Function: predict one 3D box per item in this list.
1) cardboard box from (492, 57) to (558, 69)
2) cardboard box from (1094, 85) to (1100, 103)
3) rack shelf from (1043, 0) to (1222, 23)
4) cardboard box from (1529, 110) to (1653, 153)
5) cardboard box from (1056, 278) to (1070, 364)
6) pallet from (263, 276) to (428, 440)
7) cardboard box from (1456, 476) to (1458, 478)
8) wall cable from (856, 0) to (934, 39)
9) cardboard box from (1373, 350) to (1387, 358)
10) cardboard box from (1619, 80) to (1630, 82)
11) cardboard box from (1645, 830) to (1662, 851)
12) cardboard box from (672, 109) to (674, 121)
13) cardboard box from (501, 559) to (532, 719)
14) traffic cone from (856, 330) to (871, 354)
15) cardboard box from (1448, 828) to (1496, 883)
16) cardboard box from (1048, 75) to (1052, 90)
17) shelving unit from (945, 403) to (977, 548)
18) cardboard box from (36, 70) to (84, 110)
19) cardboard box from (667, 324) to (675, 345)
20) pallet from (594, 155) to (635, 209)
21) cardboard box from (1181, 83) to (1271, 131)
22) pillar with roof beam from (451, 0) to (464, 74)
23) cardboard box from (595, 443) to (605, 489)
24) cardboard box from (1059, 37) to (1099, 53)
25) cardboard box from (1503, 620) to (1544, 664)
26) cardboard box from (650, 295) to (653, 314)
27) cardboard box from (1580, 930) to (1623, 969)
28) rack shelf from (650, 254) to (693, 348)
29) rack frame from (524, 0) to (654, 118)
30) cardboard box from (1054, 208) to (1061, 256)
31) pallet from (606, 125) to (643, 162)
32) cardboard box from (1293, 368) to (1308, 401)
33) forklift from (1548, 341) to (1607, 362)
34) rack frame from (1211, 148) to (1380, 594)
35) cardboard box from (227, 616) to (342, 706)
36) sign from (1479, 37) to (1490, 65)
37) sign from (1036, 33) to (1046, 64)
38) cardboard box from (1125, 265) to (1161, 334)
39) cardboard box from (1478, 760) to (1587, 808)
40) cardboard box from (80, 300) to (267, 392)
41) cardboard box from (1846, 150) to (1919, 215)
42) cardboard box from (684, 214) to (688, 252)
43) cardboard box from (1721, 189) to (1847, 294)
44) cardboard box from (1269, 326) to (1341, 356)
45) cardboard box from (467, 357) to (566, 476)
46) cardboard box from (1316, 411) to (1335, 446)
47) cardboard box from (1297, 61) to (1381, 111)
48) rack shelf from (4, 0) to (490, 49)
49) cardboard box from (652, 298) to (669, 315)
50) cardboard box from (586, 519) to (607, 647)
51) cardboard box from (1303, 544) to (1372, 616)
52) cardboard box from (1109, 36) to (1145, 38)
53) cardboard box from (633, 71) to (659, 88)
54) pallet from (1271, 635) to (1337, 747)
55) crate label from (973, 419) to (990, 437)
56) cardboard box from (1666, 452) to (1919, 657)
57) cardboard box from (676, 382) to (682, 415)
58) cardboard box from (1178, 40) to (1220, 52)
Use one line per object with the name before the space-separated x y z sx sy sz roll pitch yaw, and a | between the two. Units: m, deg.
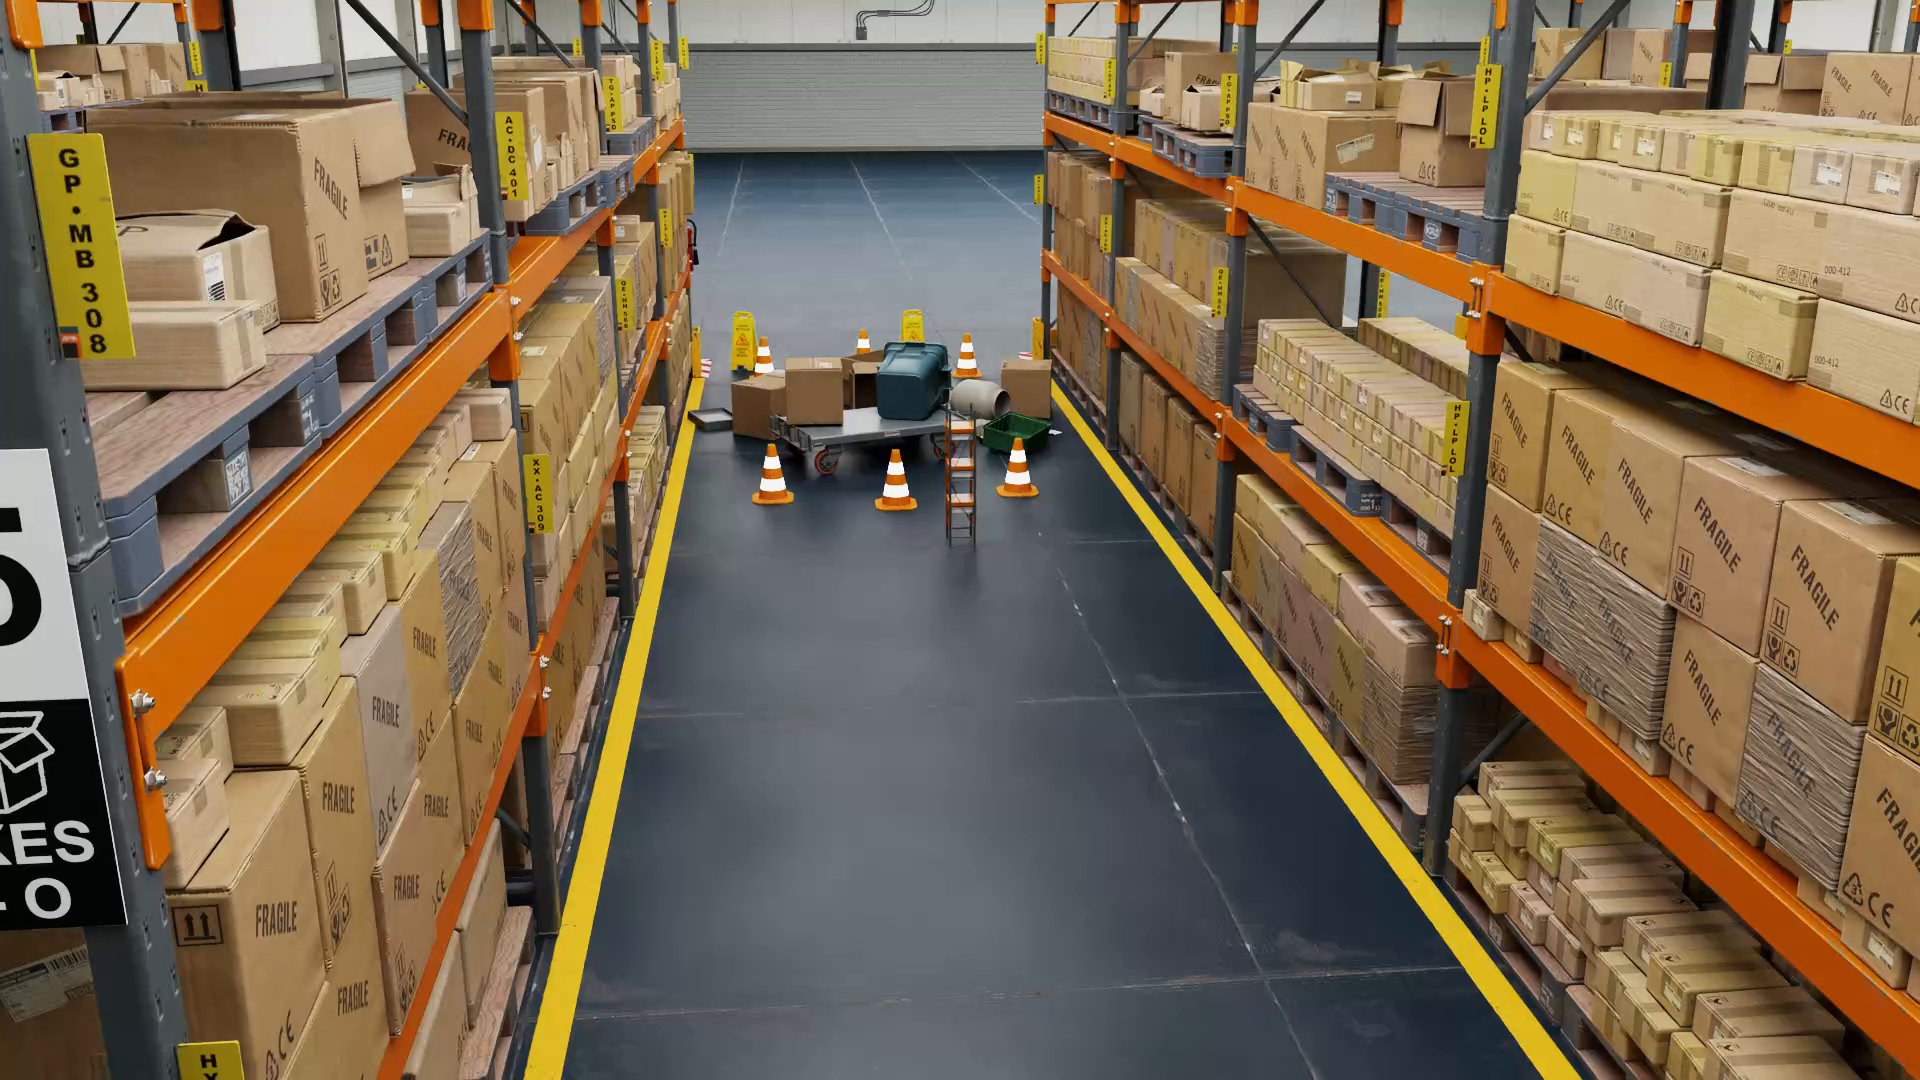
cardboard box | -3.346 -3.563 12.724 0.500 0.250 0.500 -2 18 -7
cardboard box | 1.434 -4.092 15.247 0.380 0.149 0.250 -2 17 -5
rack shelf | 1.638 -5.206 16.105 1.077 0.370 4.000 -2 18 -6
cardboard box | 2.459 -1.593 6.484 0.380 0.149 0.250 -2 18 -7
cardboard box | 1.568 -2.460 18.352 0.875 0.875 0.875 -2 18 -5
pallet | -2.047 -0.497 4.394 1.003 0.211 1.213 -2 18 -6
cardboard box | 2.434 -0.376 7.593 0.380 0.149 0.250 -1 17 -3
wall cable | -1.881 -17.531 47.816 2.305 6.003 0.169 -2 18 -6
cardboard box | 2.790 -1.100 10.395 0.380 0.149 0.250 -1 17 -4
cardboard box | 6.829 -4.524 16.657 0.380 0.149 0.250 -1 17 -4
cardboard box | 3.064 1.224 6.835 0.380 0.149 0.250 -2 18 -6
cardboard box | -3.114 -4.351 16.939 0.380 0.149 0.250 -1 17 -4
cardboard box | -1.942 0.367 6.333 0.500 0.500 0.500 -2 18 -5
traffic cone | -1.085 -2.128 18.681 0.336 0.463 0.334 -2 18 -6
cardboard box | 2.388 1.380 7.333 0.380 0.149 0.250 -3 18 -8
cardboard box | 1.148 -4.921 17.887 0.380 0.149 0.250 -2 18 -5
shelving unit | 0.006 -0.485 12.469 0.215 1.050 0.252 -2 18 -6
cardboard box | -7.849 -3.836 14.162 0.500 0.311 0.500 -1 17 -5
cardboard box | -2.814 -1.878 15.205 0.380 0.149 0.250 -2 17 -5
pallet | -2.537 -2.058 9.532 1.213 0.211 1.003 -1 17 -3
cardboard box | 1.851 -3.029 11.590 0.500 0.311 0.500 -2 18 -6
pillar with roof beam | -7.436 -13.047 39.210 9.100 9.000 0.400 -2 18 -6
cardboard box | -2.242 -0.391 9.164 0.500 0.250 0.500 -2 18 -6
cardboard box | 1.227 -5.078 17.056 0.380 0.149 0.250 -2 17 -5
cardboard box | 2.474 0.391 6.844 0.380 0.149 0.250 -1 17 -4
cardboard box | -2.669 -1.880 13.375 0.380 0.149 0.250 -2 18 -7
cardboard box | 2.595 1.545 6.311 0.380 0.149 0.250 -1 17 -3
rack shelf | -3.275 -2.352 16.360 1.077 0.370 4.000 -2 18 -6
rack frame | -3.069 -4.961 13.456 1.000 3.000 0.127 -2 18 -6
cardboard box | 1.515 -3.436 18.364 0.875 0.550 0.550 -2 18 -6
pallet | -3.001 -2.944 12.353 1.213 0.211 1.003 -2 18 -6
cardboard box | 2.194 -0.927 9.844 0.380 0.149 0.250 -2 18 -5
forklift | 4.899 -1.369 12.144 1.130 2.935 3.031 3 18 9
rack frame | 2.257 -1.090 11.142 1.000 3.000 0.127 -2 18 -6
cardboard box | -1.648 0.293 3.817 0.380 0.149 0.250 -2 18 -7
sign | 5.836 -5.428 18.492 0.100 0.325 0.005 -2 18 -6
sign | 0.879 -5.344 18.093 0.100 0.325 0.005 -2 18 -6
cardboard box | 1.684 -2.014 13.918 0.500 0.500 0.500 -2 18 -5
cardboard box | 2.499 1.087 7.273 0.380 0.149 0.250 -1 17 -3
cardboard box | -1.714 -0.414 3.532 0.380 0.149 0.250 -1 17 -4
cardboard box | 2.655 -0.968 4.493 0.380 0.149 0.250 -1 17 -4
cardboard box | -3.151 -3.327 17.603 0.500 0.500 0.500 -2 18 -7
cardboard box | 2.637 -0.890 4.912 0.500 0.250 0.500 -3 18 -8
cardboard box | 2.142 -1.231 10.315 0.380 0.149 0.250 -2 18 -7
cardboard box | -2.083 -0.531 7.524 0.500 0.500 0.500 -2 18 -6
cardboard box | 2.241 -0.636 9.414 0.380 0.149 0.250 -2 17 -5
cardboard box | 2.143 -2.577 9.424 0.396 0.266 0.258 -2 18 -6
rack shelf | -2.037 -1.448 4.134 1.077 0.370 4.000 -2 18 -6
cardboard box | -2.782 -2.083 14.723 0.380 0.149 0.250 -2 18 -6
cardboard box | -2.668 0.115 10.150 0.875 0.875 0.875 -2 18 -6
cardboard box | 2.233 0.211 9.216 0.500 0.250 0.500 -3 18 -8
cardboard box | 1.804 -5.324 17.838 0.380 0.149 0.250 -2 18 -5
cardboard box | -2.851 -4.050 14.650 0.380 0.149 0.250 -2 18 -7
pallet | 2.459 0.836 9.663 1.003 0.211 1.213 -2 18 -6
crate label | 0.182 -1.066 15.843 0.250 0.136 0.298 16 24 42
cardboard box | 2.615 0.035 5.225 0.500 0.500 0.500 -2 18 -8
cardboard box | -2.927 -1.330 15.796 0.500 0.250 0.500 -1 17 -3
cardboard box | 2.145 -4.341 14.708 0.380 0.149 0.250 -2 18 -5
